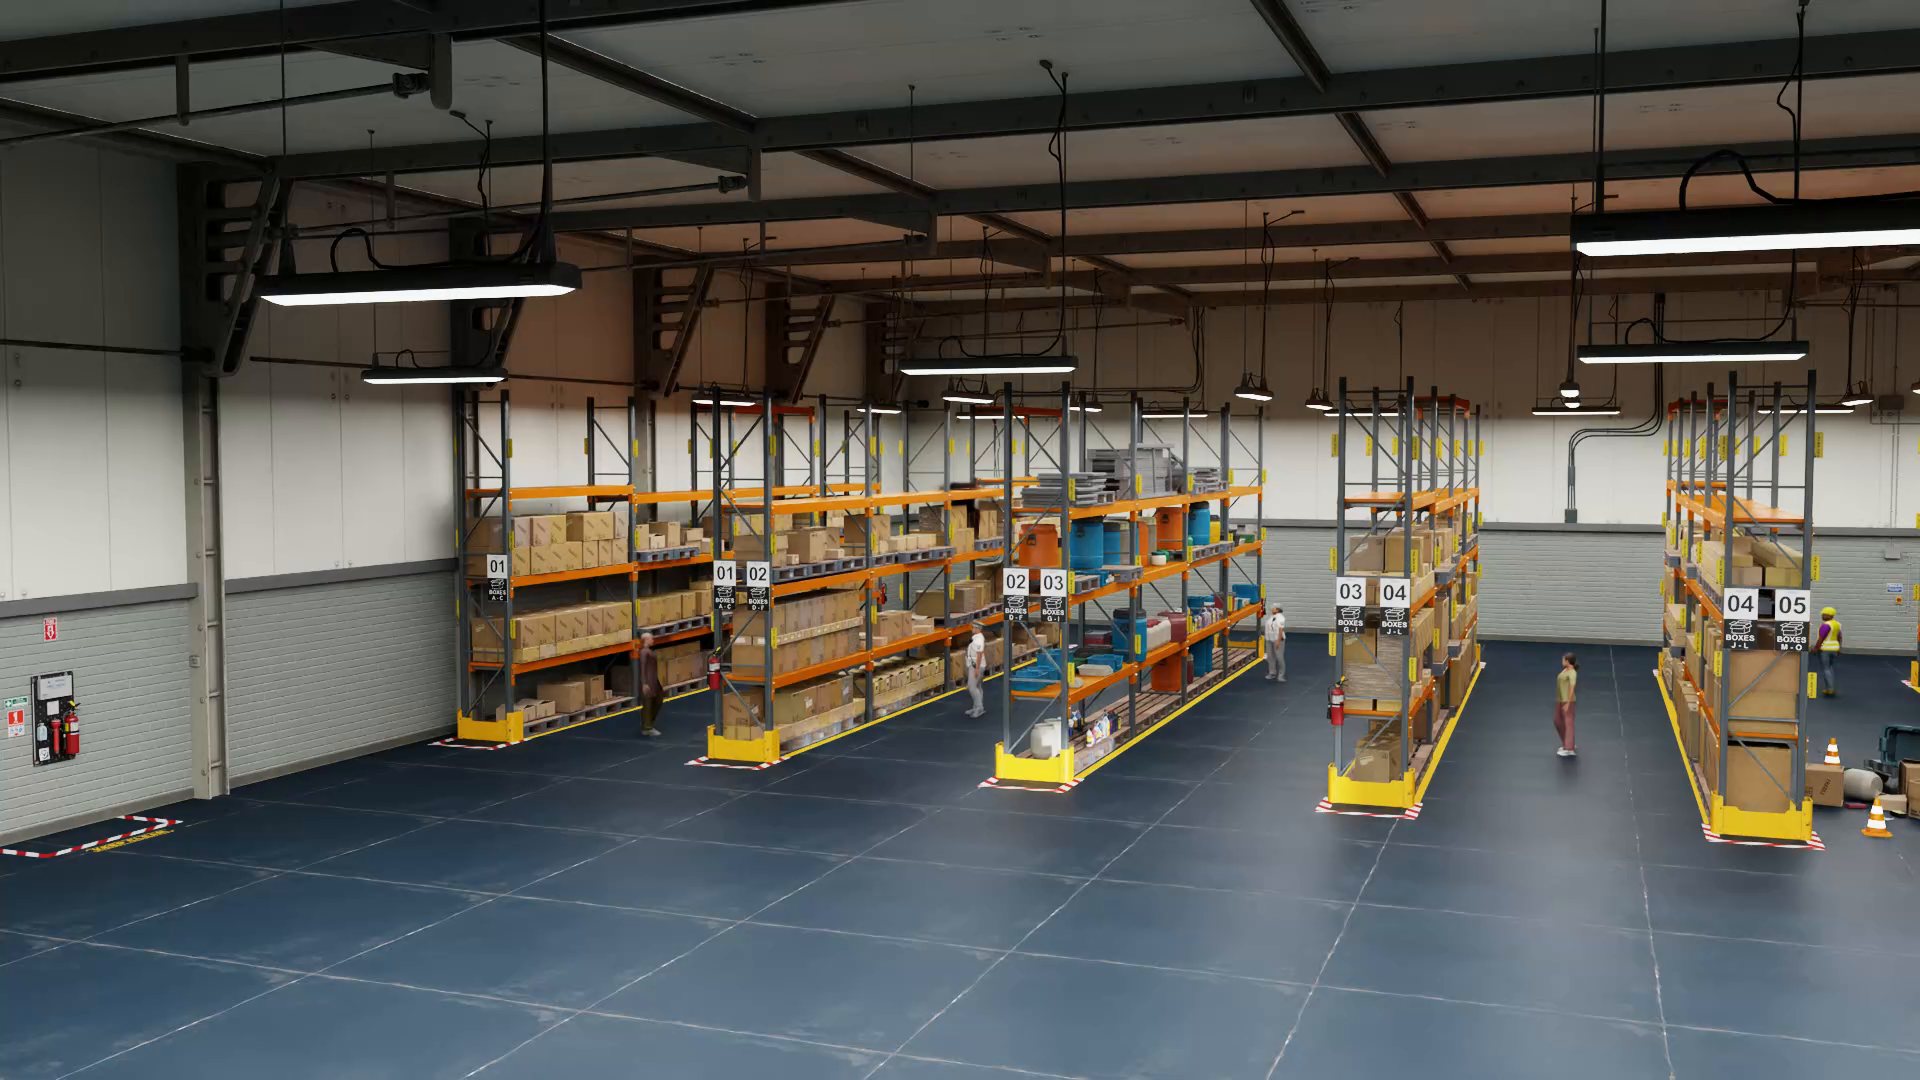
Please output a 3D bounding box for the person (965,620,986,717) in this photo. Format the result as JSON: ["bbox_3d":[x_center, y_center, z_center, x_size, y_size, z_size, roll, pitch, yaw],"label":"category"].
[{"bbox_3d":[0.296,2.415,31.214,0.398,1.816,0.581,0,3,4],"label":"person"}]

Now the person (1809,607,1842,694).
[{"bbox_3d":[17.596,2.262,33.739,0.646,1.805,0.610,0,3,-3],"label":"person"}]

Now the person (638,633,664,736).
[{"bbox_3d":[-5.444,2.525,29.098,0.493,1.806,0.648,0,3,7],"label":"person"}]

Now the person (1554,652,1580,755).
[{"bbox_3d":[9.944,2.670,27.280,0.417,1.672,0.512,0,3,-2],"label":"person"}]

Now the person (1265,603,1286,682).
[{"bbox_3d":[6.809,2.203,35.937,0.424,1.695,0.477,-2,4,-37],"label":"person"}]
